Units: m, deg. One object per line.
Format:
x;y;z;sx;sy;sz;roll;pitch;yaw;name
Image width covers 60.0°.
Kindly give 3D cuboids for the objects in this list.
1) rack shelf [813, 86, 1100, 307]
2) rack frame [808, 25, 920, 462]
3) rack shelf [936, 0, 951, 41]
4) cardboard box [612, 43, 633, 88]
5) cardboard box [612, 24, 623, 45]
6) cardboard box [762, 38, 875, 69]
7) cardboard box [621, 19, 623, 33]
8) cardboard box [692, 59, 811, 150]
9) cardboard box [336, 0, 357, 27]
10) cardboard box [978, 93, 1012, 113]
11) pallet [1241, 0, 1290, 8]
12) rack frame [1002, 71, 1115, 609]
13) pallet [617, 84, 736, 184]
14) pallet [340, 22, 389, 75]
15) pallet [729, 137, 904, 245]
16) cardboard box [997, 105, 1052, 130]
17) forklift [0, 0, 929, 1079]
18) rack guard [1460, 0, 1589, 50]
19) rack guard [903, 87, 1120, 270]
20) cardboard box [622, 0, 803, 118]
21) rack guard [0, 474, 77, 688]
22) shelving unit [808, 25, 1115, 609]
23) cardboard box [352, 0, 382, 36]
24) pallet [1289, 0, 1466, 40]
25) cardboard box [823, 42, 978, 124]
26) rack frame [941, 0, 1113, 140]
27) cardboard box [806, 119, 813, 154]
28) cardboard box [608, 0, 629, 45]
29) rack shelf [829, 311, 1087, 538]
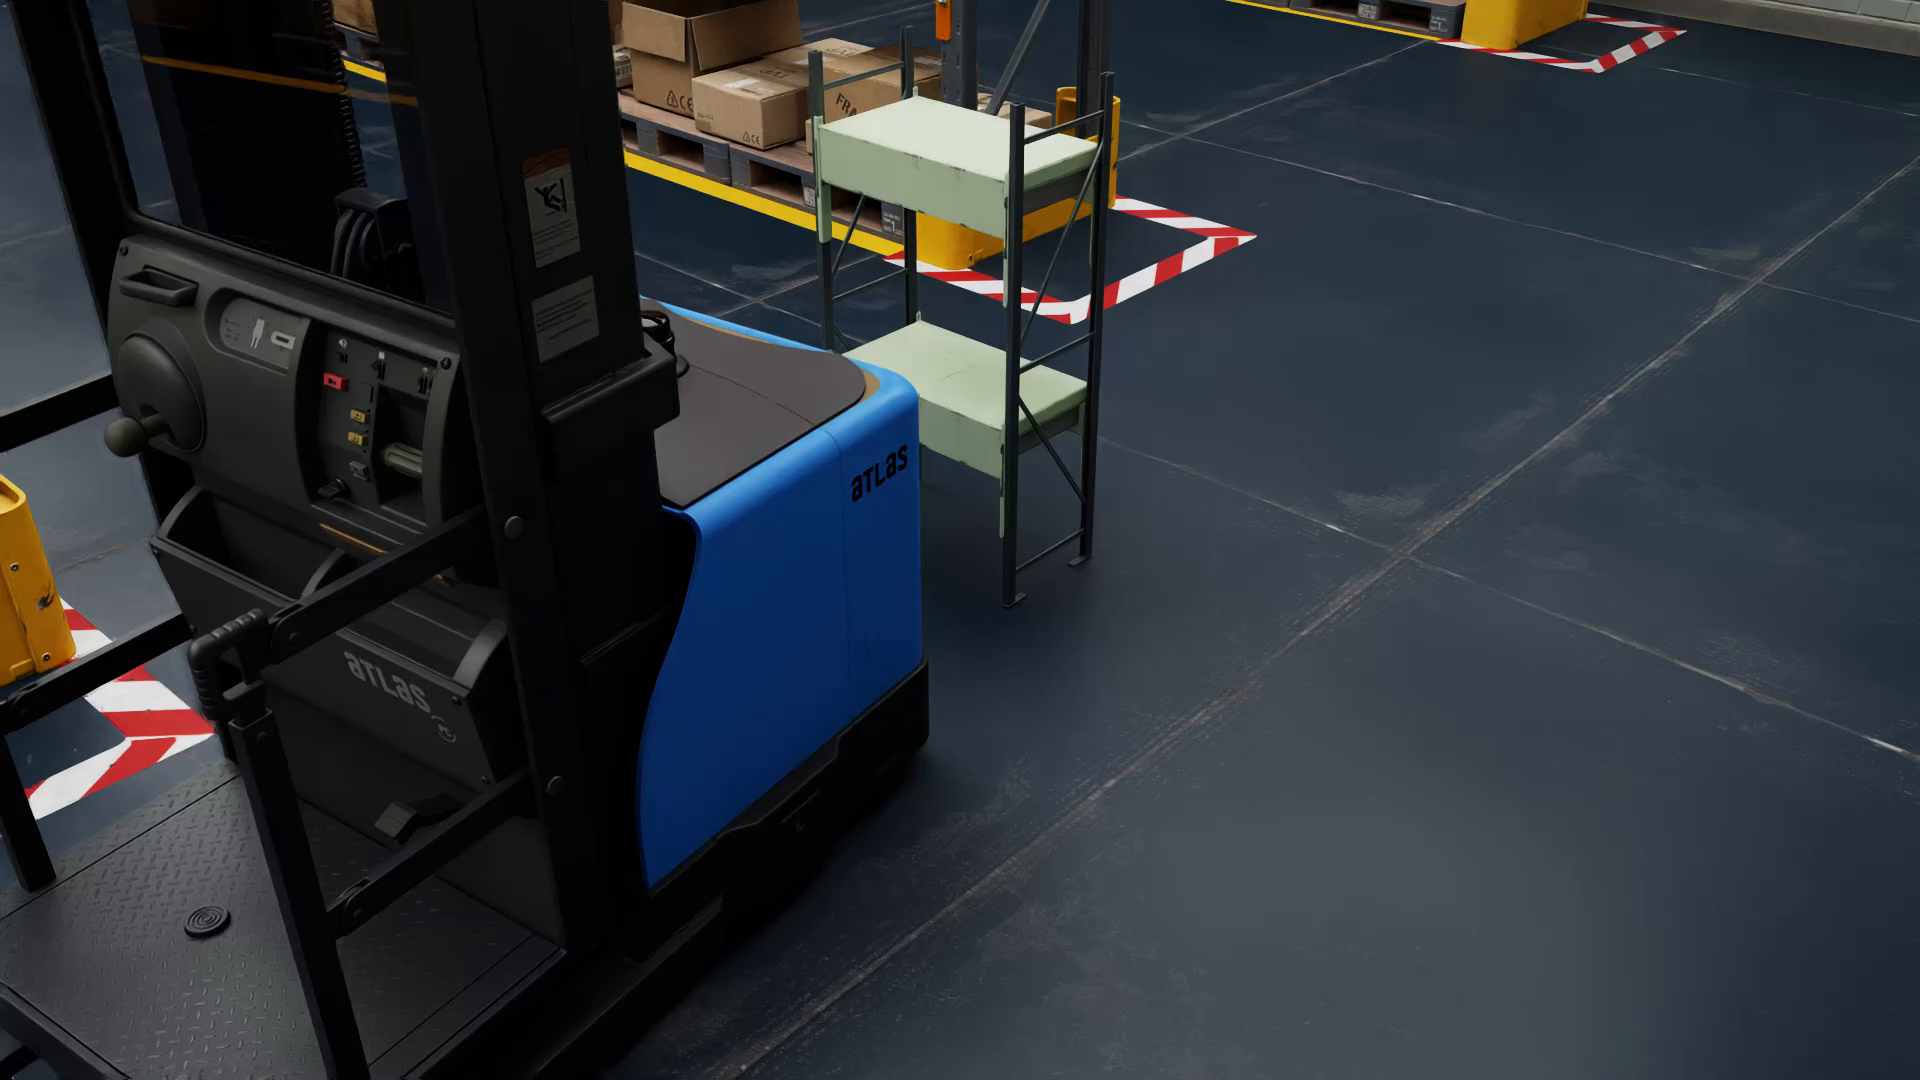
-0.005;-0.979;4.666;0.720;0.370;0.431;25;39;35;rack shelf
-0.276;-0.772;5.077;0.023;1.500;0.400;25;39;35;rack frame
-1.182;-3.076;8.150;4.000;0.370;1.077;25;39;35;rack shelf
-1.851;-2.528;8.861;0.250;0.166;0.380;25;39;35;cardboard box
-1.734;-2.848;9.411;0.250;0.149;0.380;25;39;35;cardboard box
-0.653;-2.346;8.478;0.500;0.250;0.500;25;39;35;cardboard box
-1.496;-2.765;9.115;0.500;0.311;0.500;25;39;35;cardboard box
-0.952;-2.137;8.131;0.500;0.250;0.500;25;39;35;cardboard box
-3.584;-3.430;10.036;0.500;0.500;0.500;25;39;35;cardboard box
0.036;-2.030;8.034;0.250;0.166;0.380;25;39;35;cardboard box
2.076;-4.062;11.794;1.213;0.211;1.003;25;39;35;pallet
0.266;-0.518;4.657;0.023;1.500;0.400;25;39;35;rack frame
-1.248;-2.222;8.736;1.213;0.211;1.003;25;39;35;pallet
-3.293;-3.149;10.277;1.213;0.211;1.003;25;39;35;pallet
-0.347;-1.800;8.035;1.213;0.211;1.003;25;39;35;pallet
0.221;-1.936;7.895;0.250;0.149;0.380;25;39;35;cardboard box
-1.321;-0.219;2.772;1.130;2.935;3.031;19;36;29;forklift
3.640;-3.509;10.594;0.348;0.500;1.175;25;39;35;rack guard
0.244;-1.648;7.503;0.348;0.500;1.175;25;39;35;rack guard
-1.269;-2.548;8.567;0.637;0.503;0.797;25;39;35;cardboard box
-2.999;0.275;4.309;0.348;0.500;1.175;25;39;35;rack guard
-0.005;-0.645;4.867;0.755;1.500;0.431;25;39;35;shelving unit
-3.223;-3.256;9.747;0.500;0.500;0.500;25;39;35;cardboard box
2.977;-3.640;11.092;1.213;0.211;1.003;25;39;35;pallet
-0.268;-1.904;7.502;0.500;0.500;0.500;25;39;35;cardboard box
0.301;-2.692;6.814;0.127;3.000;1.000;25;39;35;rack frame
-0.508;-1.936;7.878;0.250;0.166;0.380;25;39;35;cardboard box
-2.052;-3.106;9.498;0.500;0.500;0.500;25;39;35;cardboard box
-0.005;-0.366;5.035;0.720;0.370;0.431;25;39;35;rack shelf
